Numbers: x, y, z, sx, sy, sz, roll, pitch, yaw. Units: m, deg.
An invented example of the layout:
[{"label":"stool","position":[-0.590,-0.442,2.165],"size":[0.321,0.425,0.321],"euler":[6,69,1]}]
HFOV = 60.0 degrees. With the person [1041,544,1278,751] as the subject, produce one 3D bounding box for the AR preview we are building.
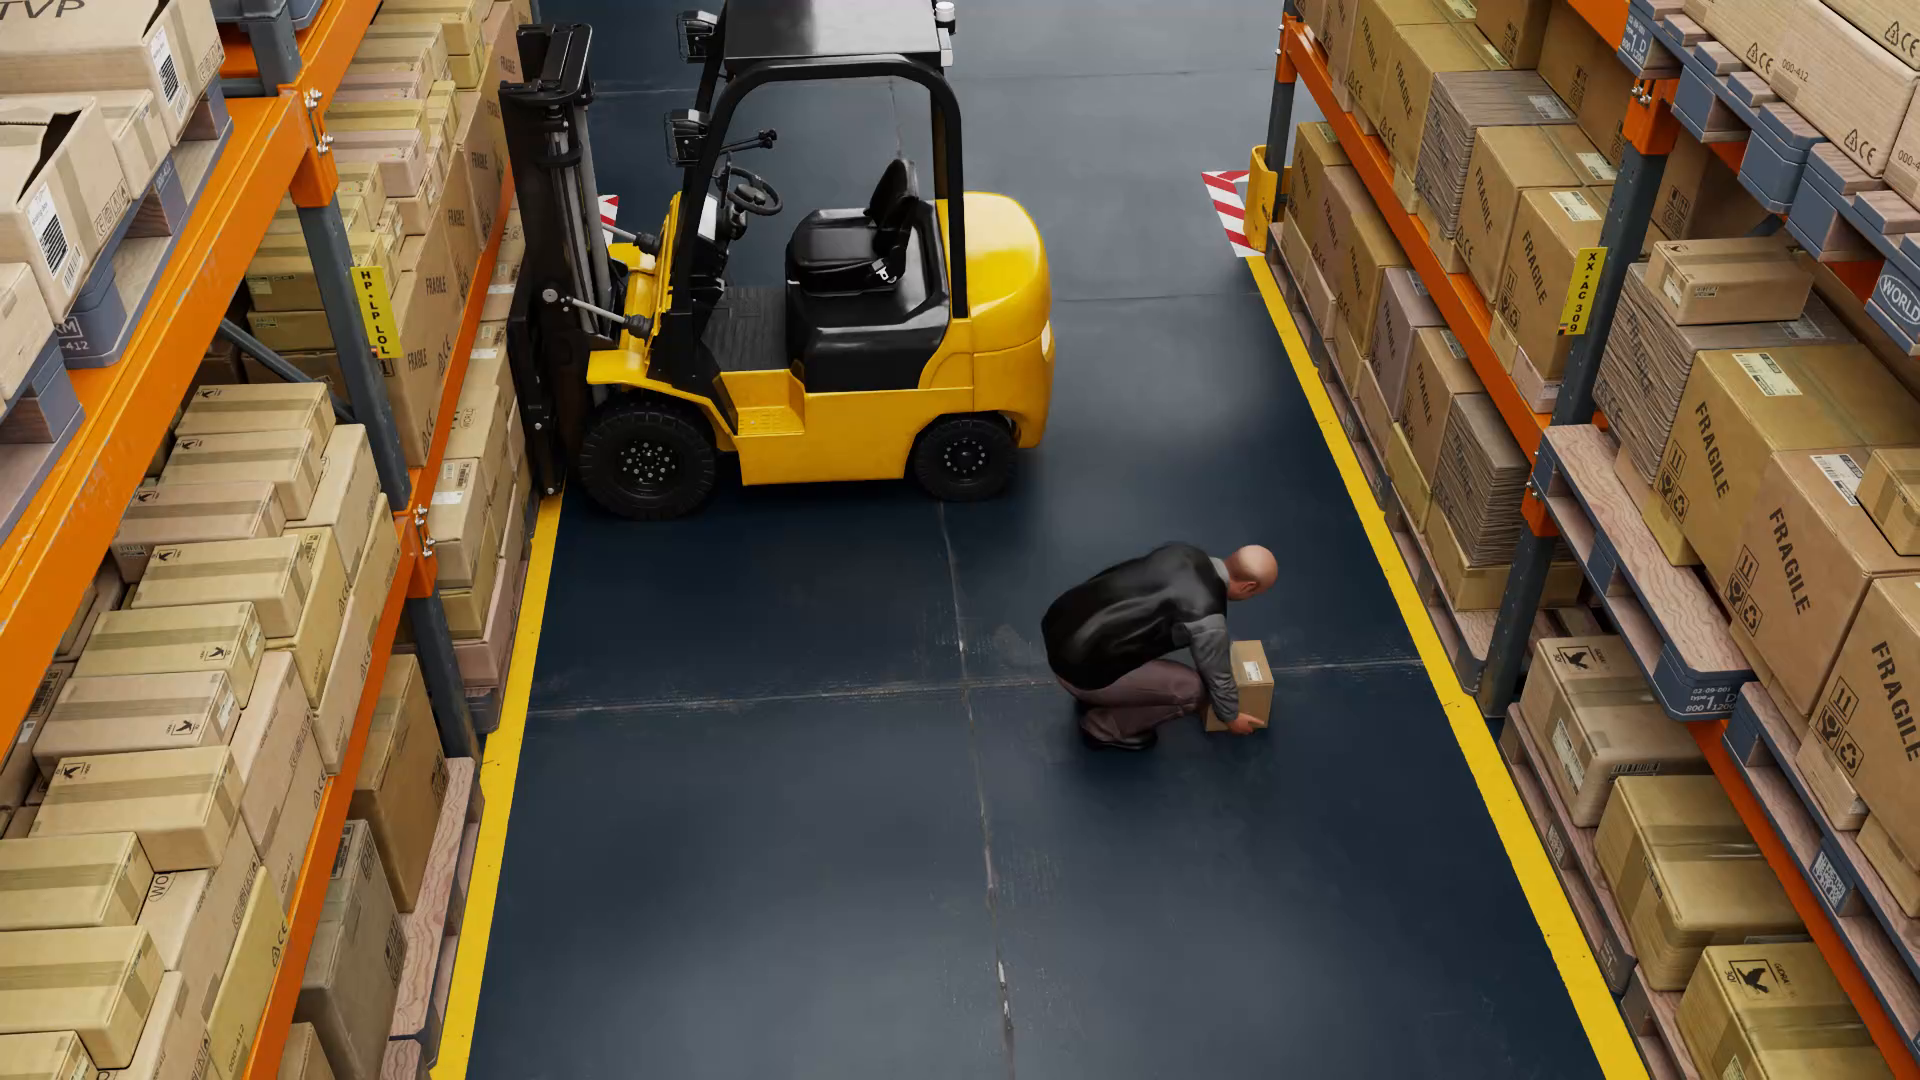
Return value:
[{"label":"person","position":[0.768,0.414,6.461],"size":[0.898,0.830,0.528],"euler":[-3,39,-4]}]
